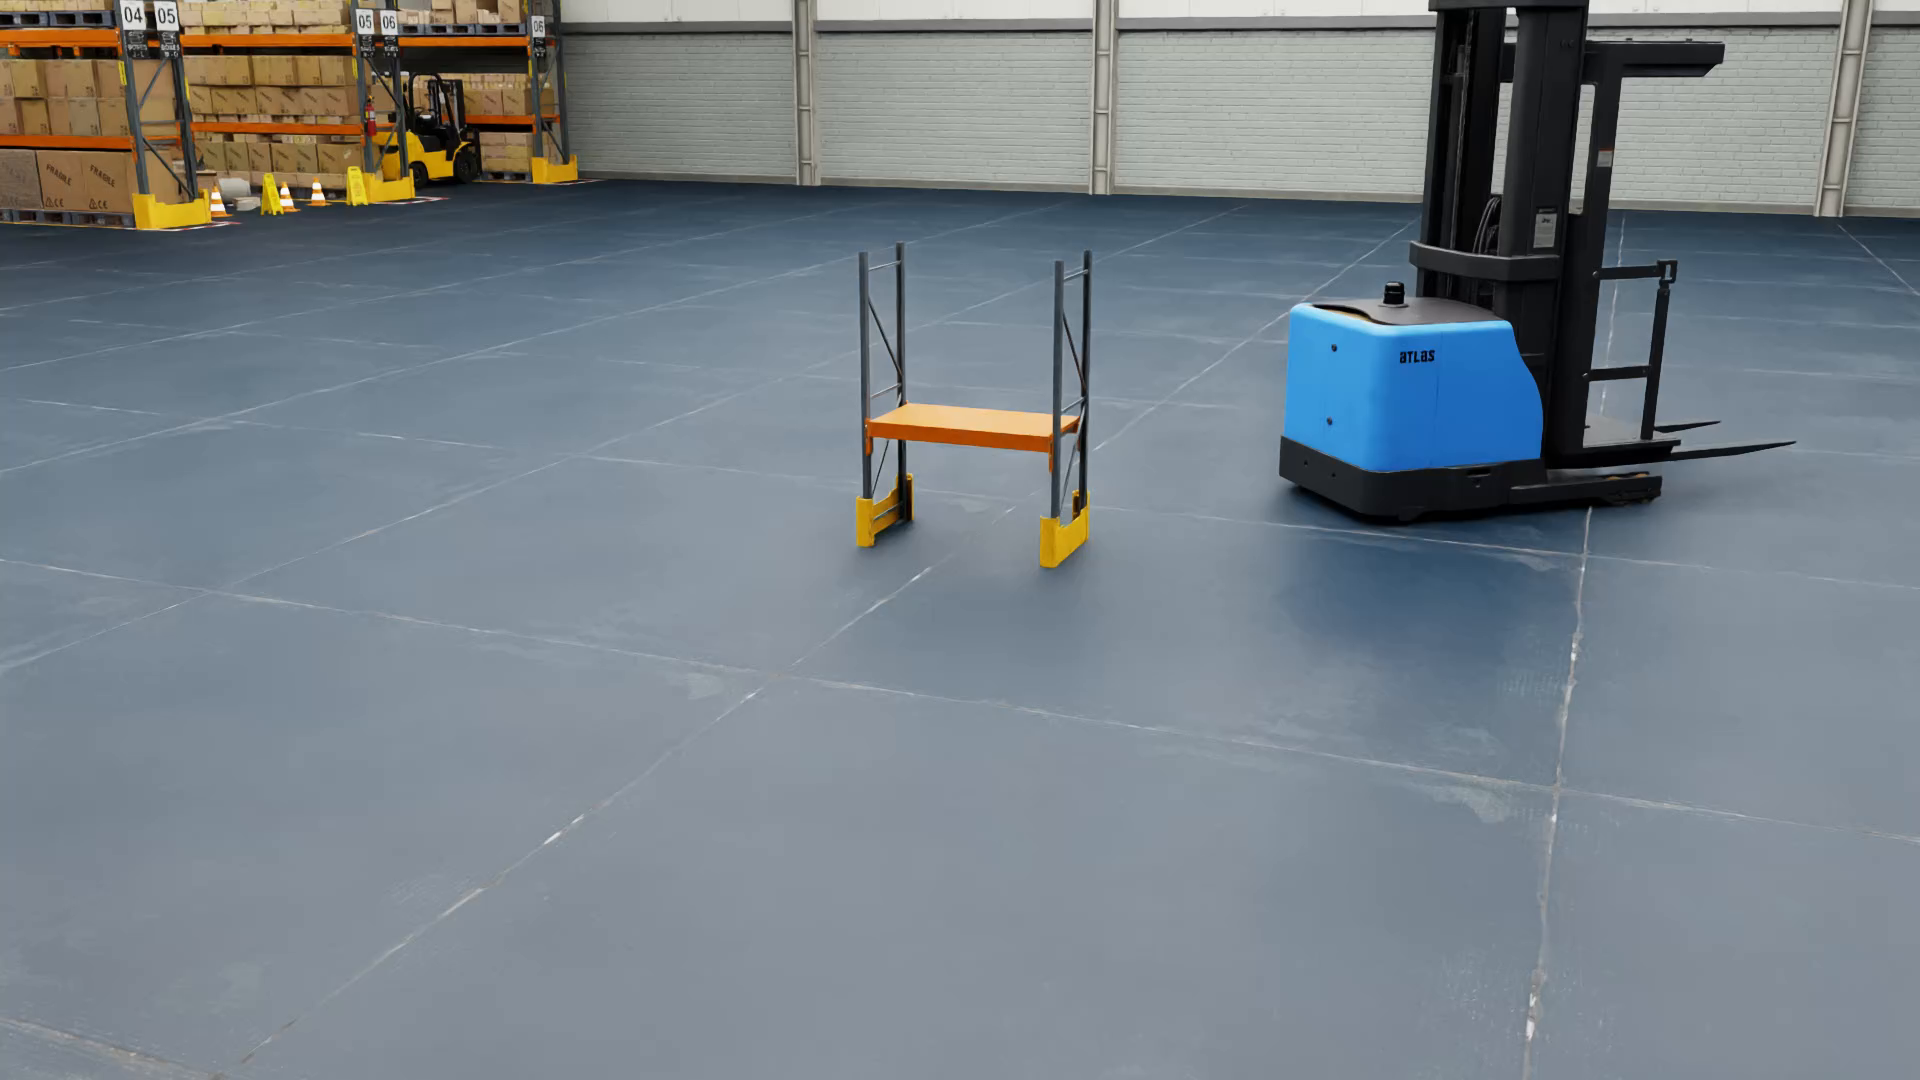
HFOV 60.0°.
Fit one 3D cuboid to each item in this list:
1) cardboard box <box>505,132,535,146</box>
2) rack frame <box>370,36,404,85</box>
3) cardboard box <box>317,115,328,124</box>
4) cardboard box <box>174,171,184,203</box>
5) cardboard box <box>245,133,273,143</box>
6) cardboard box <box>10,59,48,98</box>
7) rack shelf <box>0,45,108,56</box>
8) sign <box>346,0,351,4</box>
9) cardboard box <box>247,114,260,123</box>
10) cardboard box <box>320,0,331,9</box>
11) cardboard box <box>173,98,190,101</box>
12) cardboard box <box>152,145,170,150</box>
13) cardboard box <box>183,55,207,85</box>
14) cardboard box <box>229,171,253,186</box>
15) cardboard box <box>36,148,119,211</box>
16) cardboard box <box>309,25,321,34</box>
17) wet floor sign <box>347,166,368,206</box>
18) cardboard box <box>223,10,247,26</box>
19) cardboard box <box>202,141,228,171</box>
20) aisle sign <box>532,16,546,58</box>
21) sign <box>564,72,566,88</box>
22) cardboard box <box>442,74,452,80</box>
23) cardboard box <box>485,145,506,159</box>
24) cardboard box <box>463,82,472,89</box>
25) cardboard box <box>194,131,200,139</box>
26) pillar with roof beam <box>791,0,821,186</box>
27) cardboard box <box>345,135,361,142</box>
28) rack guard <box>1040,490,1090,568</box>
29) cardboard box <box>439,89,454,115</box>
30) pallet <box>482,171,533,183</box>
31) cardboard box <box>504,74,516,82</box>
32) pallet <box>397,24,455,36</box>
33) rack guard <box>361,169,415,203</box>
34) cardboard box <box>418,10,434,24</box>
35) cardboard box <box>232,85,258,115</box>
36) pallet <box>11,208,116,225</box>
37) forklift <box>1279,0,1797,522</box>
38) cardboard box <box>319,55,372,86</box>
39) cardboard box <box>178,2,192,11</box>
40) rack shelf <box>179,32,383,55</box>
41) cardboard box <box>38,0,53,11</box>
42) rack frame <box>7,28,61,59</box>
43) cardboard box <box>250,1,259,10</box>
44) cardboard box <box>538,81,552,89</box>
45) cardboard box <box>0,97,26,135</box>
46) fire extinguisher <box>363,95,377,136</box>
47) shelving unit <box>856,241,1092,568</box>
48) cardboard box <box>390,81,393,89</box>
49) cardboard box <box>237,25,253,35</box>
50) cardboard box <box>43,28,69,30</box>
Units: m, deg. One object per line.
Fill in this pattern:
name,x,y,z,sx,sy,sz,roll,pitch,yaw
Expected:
cardboard box,-8.782,-8.062,33.450,0.500,0.250,0.500,7,18,22
rack frame,-11.960,-9.144,34.790,0.127,3.000,1.000,6,17,21
cardboard box,-10.990,-7.338,29.020,0.250,0.149,0.380,6,17,20
cardboard box,-13.493,-5.930,27.953,0.503,0.637,0.797,6,17,21
cardboard box,-12.503,-7.171,29.666,0.250,0.149,0.380,7,18,24
cardboard box,-13.667,-6.937,24.981,0.500,0.550,0.875,6,17,21
rack shelf,-21.262,-11.262,37.996,4.000,0.370,1.077,6,17,21
sign,-10.279,-9.171,27.914,0.005,0.325,0.100,6,17,21
cardboard box,-12.416,-7.487,29.533,0.250,0.149,0.380,6,17,21
cardboard box,-10.705,-9.144,28.431,0.250,0.149,0.380,7,17,22
cardboard box,-14.292,-8.236,30.198,0.500,0.500,0.500,6,17,20
cardboard box,-17.593,-8.697,36.980,0.500,0.500,0.500,6,17,19
cardboard box,-13.448,-8.426,29.811,0.500,0.500,0.700,6,17,20
cardboard box,-12.827,-6.555,30.052,0.500,0.250,0.500,7,18,24
cardboard box,-13.253,-5.476,25.213,0.875,0.875,0.875,6,17,20
cardboard box,-10.969,-8.784,28.620,0.250,0.149,0.380,7,18,22
wet floor sign,-10.272,-6.019,28.250,0.232,0.644,0.267,14,21,40
cardboard box,-12.524,-9.146,29.154,0.500,0.250,0.500,6,17,21
cardboard box,-13.328,-6.967,30.125,0.500,0.500,0.500,7,18,23
aisle sign,-8.285,-9.900,32.733,0.004,0.787,0.394,6,17,21
sign,-8.030,-9.332,33.742,0.005,0.325,0.100,6,17,21
cardboard box,-10.306,-9.404,33.812,0.250,0.149,0.380,6,17,21
cardboard box,-9.269,-7.879,33.714,0.500,0.250,0.500,6,17,20
cardboard box,-9.866,-9.182,33.578,0.250,0.149,0.380,6,17,21
cardboard box,-16.727,-8.909,36.547,0.250,0.149,0.380,6,17,19
pillar with roof beam,-4.554,-10.190,27.634,0.400,9.000,9.100,6,17,21
cardboard box,-12.449,-8.255,35.236,0.625,0.625,0.875,7,18,23
rack guard,0.534,-0.061,8.436,0.087,0.250,0.587,6,17,21
cardboard box,-10.221,-8.921,33.844,0.500,0.500,0.500,6,17,21
pallet,-8.966,-7.463,34.001,1.213,0.211,1.003,6,17,21
cardboard box,-8.890,-9.236,33.232,0.250,0.149,0.380,6,17,21
pallet,-11.157,-10.461,34.107,1.213,0.211,1.003,6,17,21
rack guard,-10.127,-6.254,29.320,0.348,0.500,1.175,6,17,21
cardboard box,-10.691,-10.539,33.524,0.258,0.266,0.396,6,17,19
cardboard box,-12.533,-7.830,29.550,0.500,0.500,0.500,6,17,20
pallet,-13.682,-5.000,25.519,1.213,0.211,1.003,6,17,21
forklift,3.439,-1.732,9.383,3.031,2.935,1.130,-5,17,-18
cardboard box,-10.612,-8.114,28.735,0.500,0.500,0.700,6,17,19
cardboard box,-13.604,-9.442,29.457,0.250,0.149,0.380,6,17,20
rack shelf,-11.917,-8.746,29.332,4.000,0.370,1.077,6,17,21
cardboard box,-13.160,-7.773,24.204,0.250,0.149,0.380,6,17,20
rack frame,-17.499,-8.265,31.764,0.127,3.000,1.000,6,17,21
cardboard box,-12.128,-9.304,28.983,0.250,0.149,0.380,7,17,22
cardboard box,-8.459,-9.196,33.627,0.250,0.149,0.380,6,17,19
cardboard box,-14.173,-6.463,25.287,0.550,0.550,0.875,6,17,21
fire extinguisher,-10.119,-7.278,28.504,0.183,0.674,0.296,6,17,21
shelving unit,0.071,-0.712,8.438,1.083,1.500,0.587,6,17,21
cardboard box,-11.518,-9.376,34.248,0.250,0.149,0.380,7,17,22
cardboard box,-12.411,-8.926,29.109,0.250,0.149,0.380,6,17,20
cardboard box,-16.621,-9.654,30.989,0.500,0.500,0.700,6,17,21
